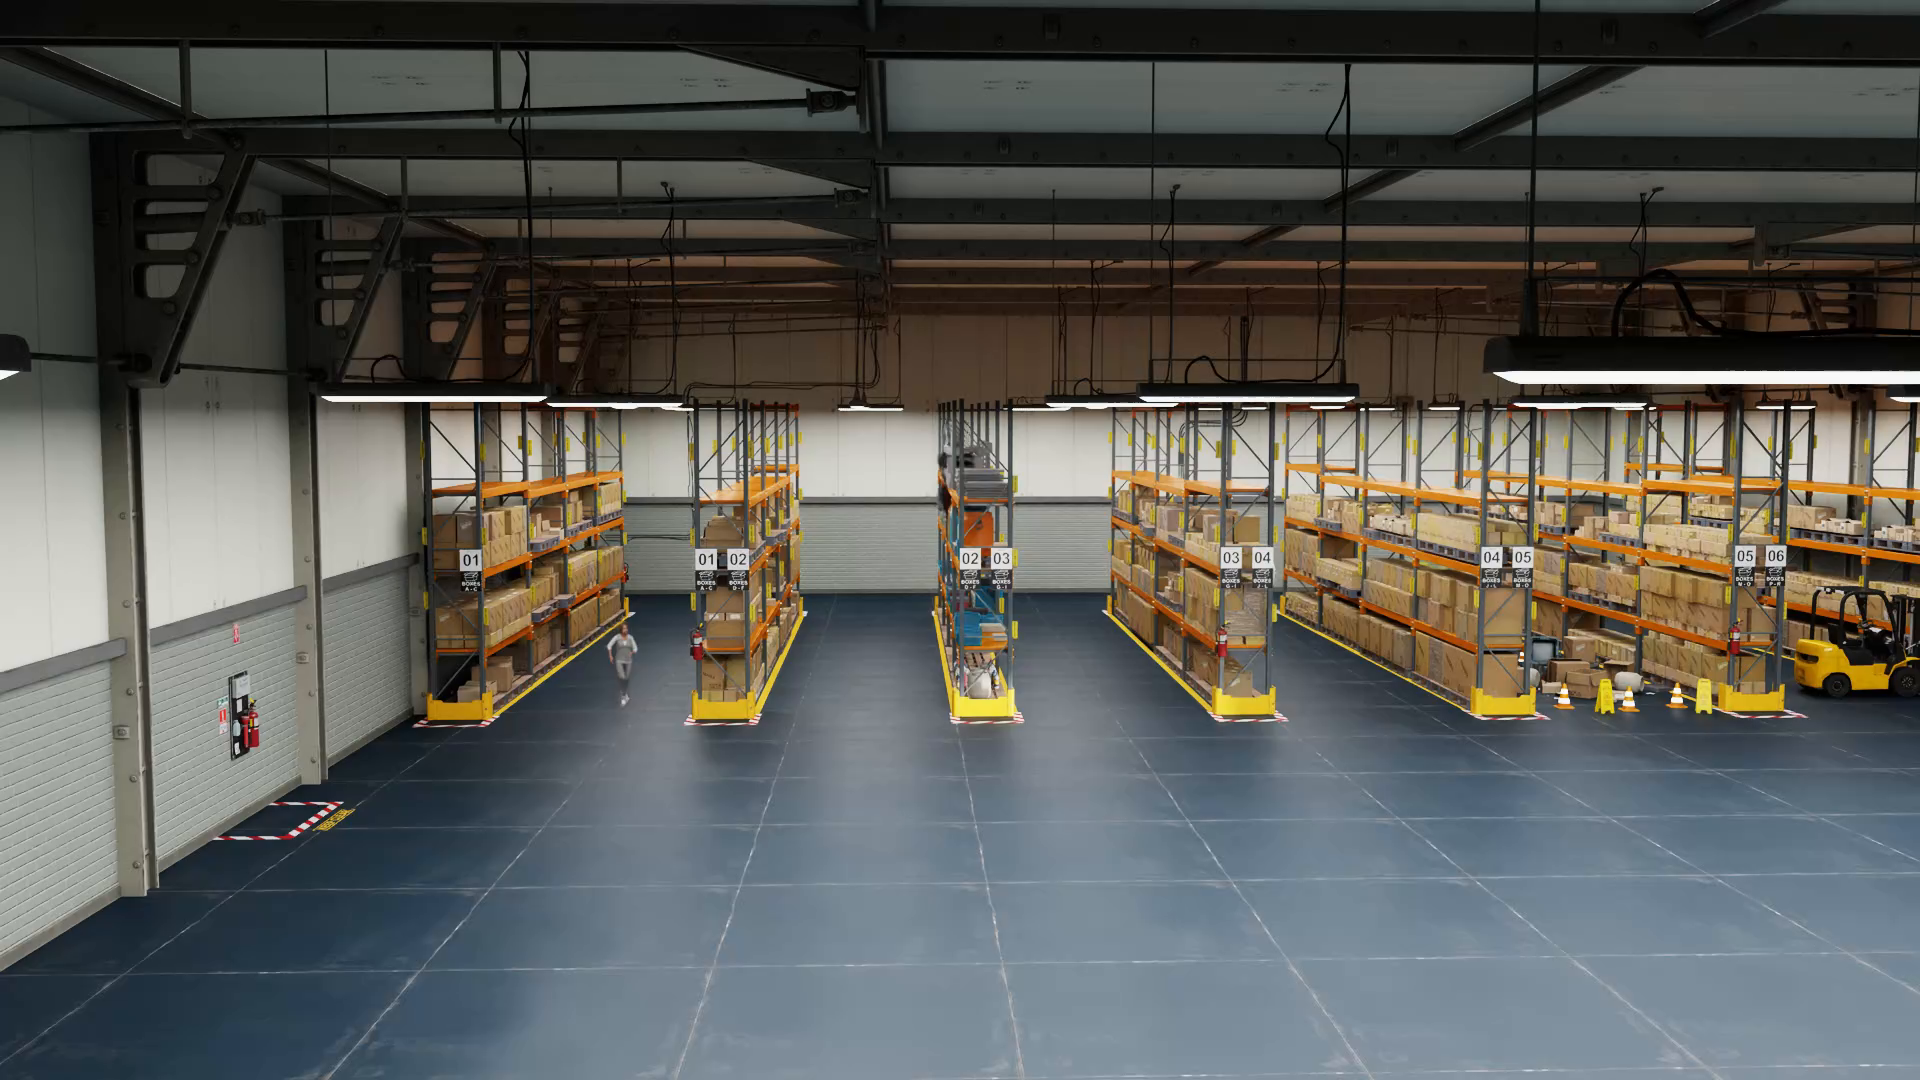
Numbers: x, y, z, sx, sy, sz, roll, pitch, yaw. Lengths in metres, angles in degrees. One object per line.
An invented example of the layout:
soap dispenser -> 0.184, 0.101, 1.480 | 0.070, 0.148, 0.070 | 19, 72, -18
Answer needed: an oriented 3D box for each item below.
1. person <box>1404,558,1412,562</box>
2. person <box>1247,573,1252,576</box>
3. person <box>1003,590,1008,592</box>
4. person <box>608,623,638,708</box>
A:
person -> 12.196, 1.389, 45.377 | 0.683, 1.820, 0.775 | -2, 5, -24
person -> 8.454, 1.254, 48.201 | 0.504, 1.620, 0.640 | -3, 5, -37
person -> 1.223, 1.166, 49.839 | 0.477, 1.567, 0.572 | 0, 4, 3
person -> -6.625, 2.446, 32.741 | 0.547, 1.639, 0.705 | -2, 5, -26
